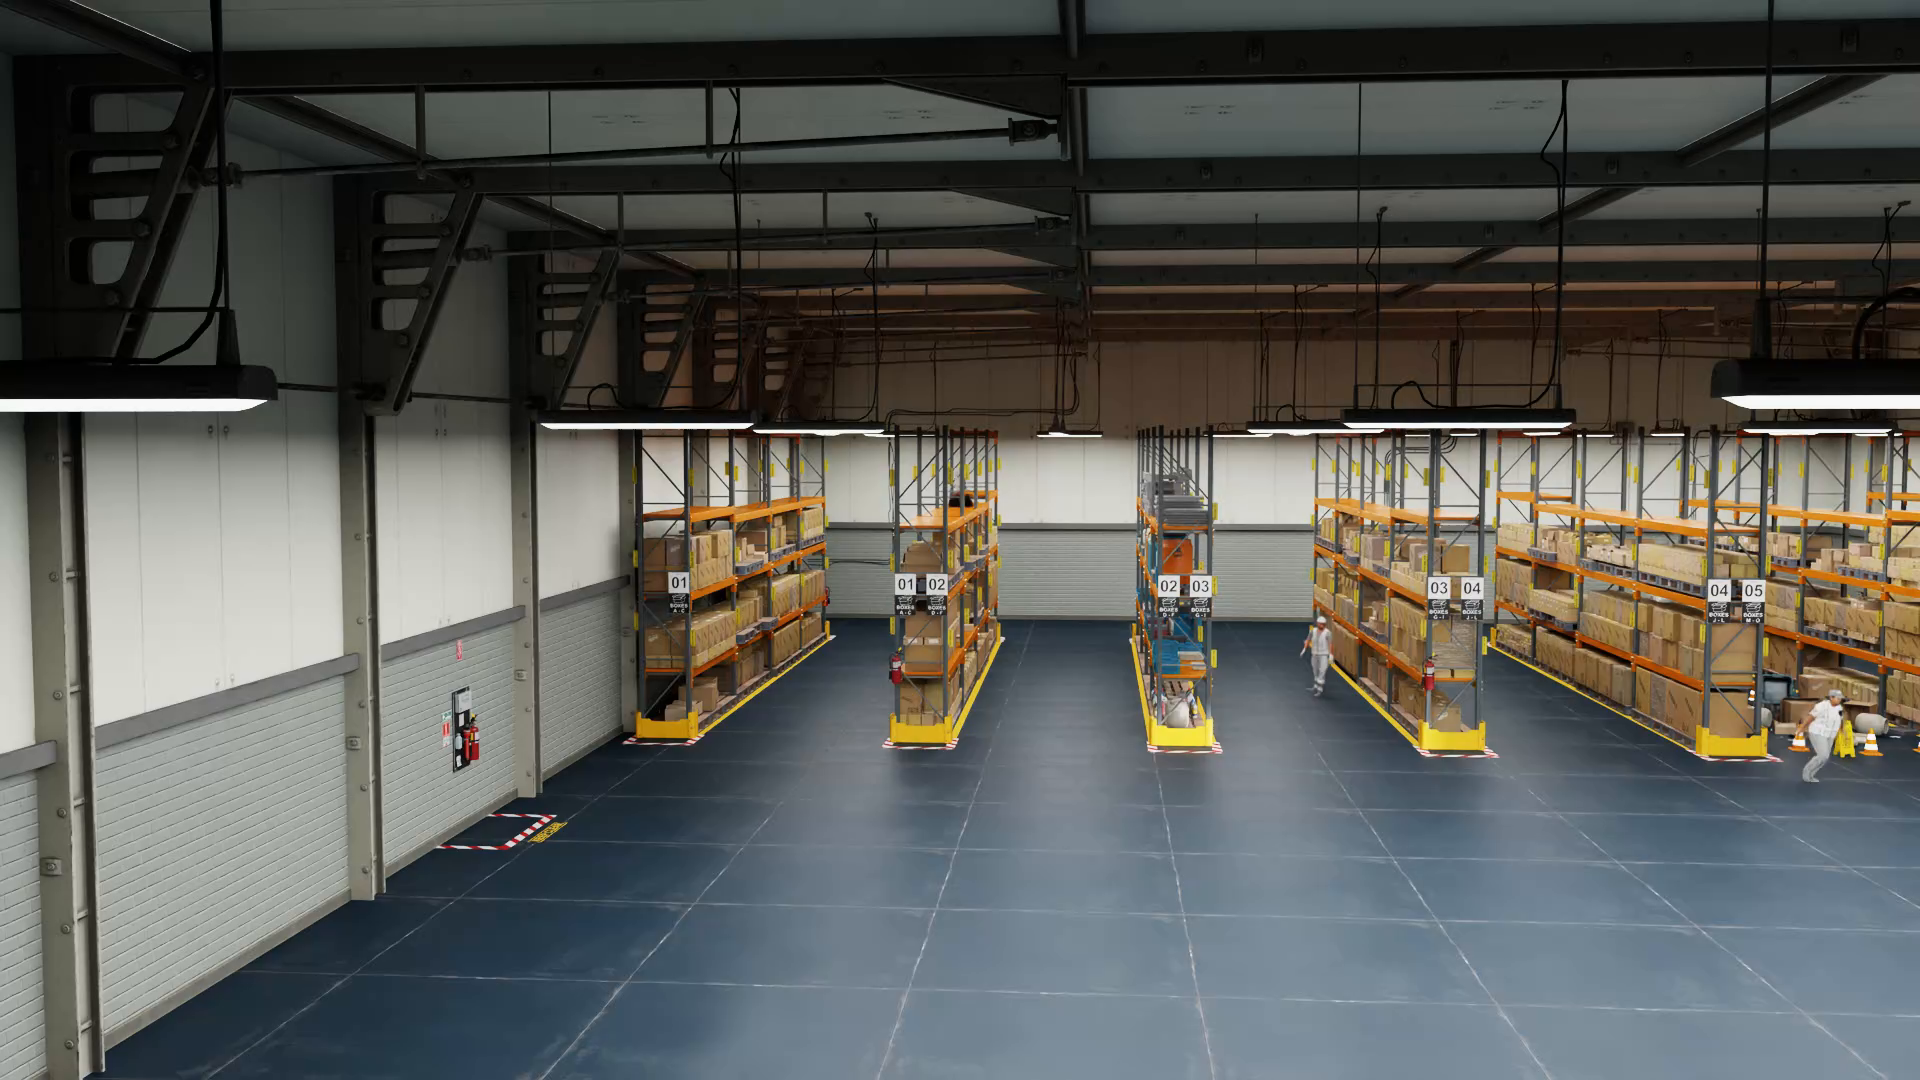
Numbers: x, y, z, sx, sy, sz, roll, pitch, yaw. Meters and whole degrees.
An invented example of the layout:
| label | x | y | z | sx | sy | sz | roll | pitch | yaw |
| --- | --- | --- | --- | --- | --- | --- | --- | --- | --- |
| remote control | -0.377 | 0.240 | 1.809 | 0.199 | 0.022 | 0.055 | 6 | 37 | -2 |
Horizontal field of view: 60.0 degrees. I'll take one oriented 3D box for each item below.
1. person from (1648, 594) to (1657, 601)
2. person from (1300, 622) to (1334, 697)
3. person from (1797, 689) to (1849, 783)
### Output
| label | x | y | z | sx | sy | sz | roll | pitch | yaw |
| --- | --- | --- | --- | --- | --- | --- | --- | --- | --- |
| person | 20.316 | 1.989 | 48.395 | 0.742 | 1.713 | 0.472 | 0 | 3 | 3 |
| person | 8.058 | 2.620 | 37.431 | 0.734 | 1.735 | 0.766 | 3 | 4 | 40 |
| person | 14.352 | 3.258 | 27.626 | 0.617 | 1.604 | 0.677 | -1 | 4 | -20 |
